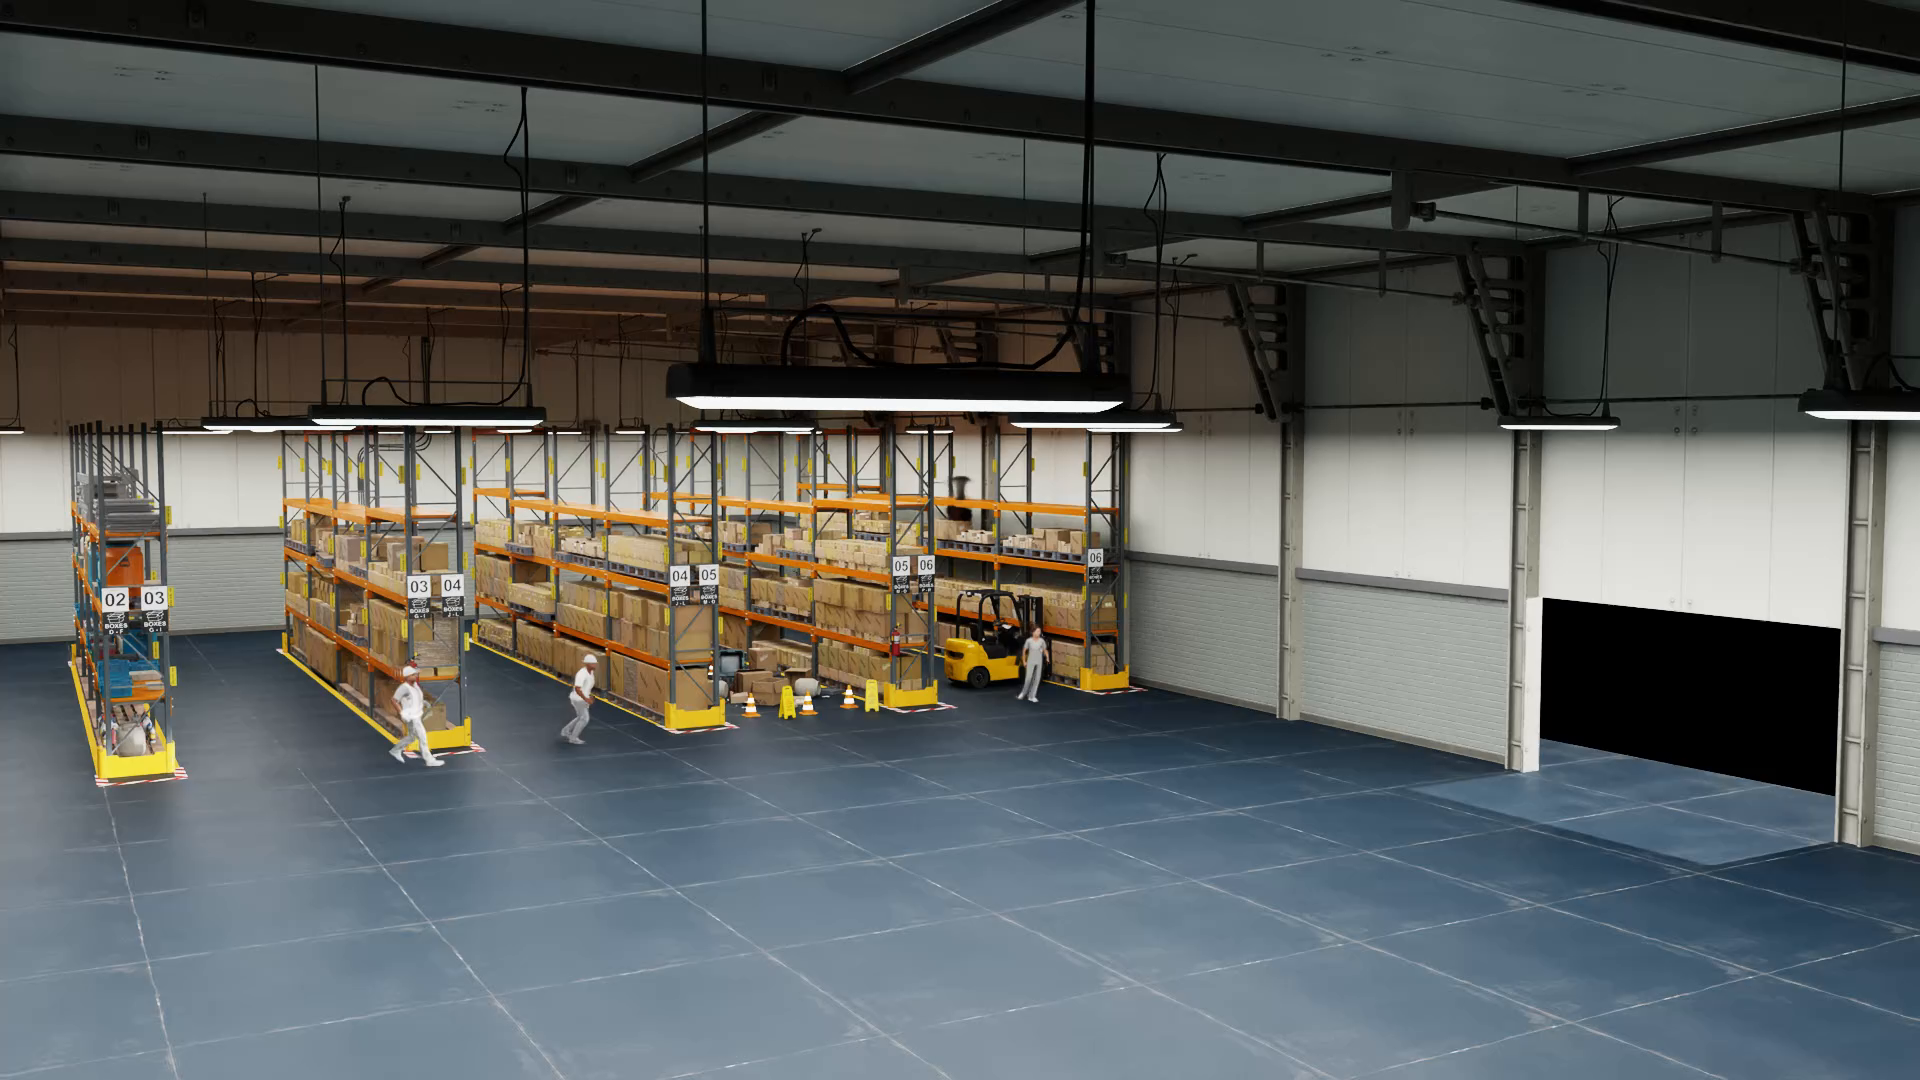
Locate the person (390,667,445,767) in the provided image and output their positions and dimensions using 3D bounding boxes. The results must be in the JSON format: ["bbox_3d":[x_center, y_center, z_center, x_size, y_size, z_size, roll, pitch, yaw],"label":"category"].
[{"bbox_3d":[-9.442,3.052,28.703,0.995,1.754,0.729,0,4,1],"label":"person"}]

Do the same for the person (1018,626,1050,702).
[{"bbox_3d":[1.603,2.681,35.931,0.610,1.661,0.636,-1,4,-20],"label":"person"}]

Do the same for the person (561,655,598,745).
[{"bbox_3d":[-7.091,2.974,30.945,0.788,1.687,0.657,0,4,1],"label":"person"}]
